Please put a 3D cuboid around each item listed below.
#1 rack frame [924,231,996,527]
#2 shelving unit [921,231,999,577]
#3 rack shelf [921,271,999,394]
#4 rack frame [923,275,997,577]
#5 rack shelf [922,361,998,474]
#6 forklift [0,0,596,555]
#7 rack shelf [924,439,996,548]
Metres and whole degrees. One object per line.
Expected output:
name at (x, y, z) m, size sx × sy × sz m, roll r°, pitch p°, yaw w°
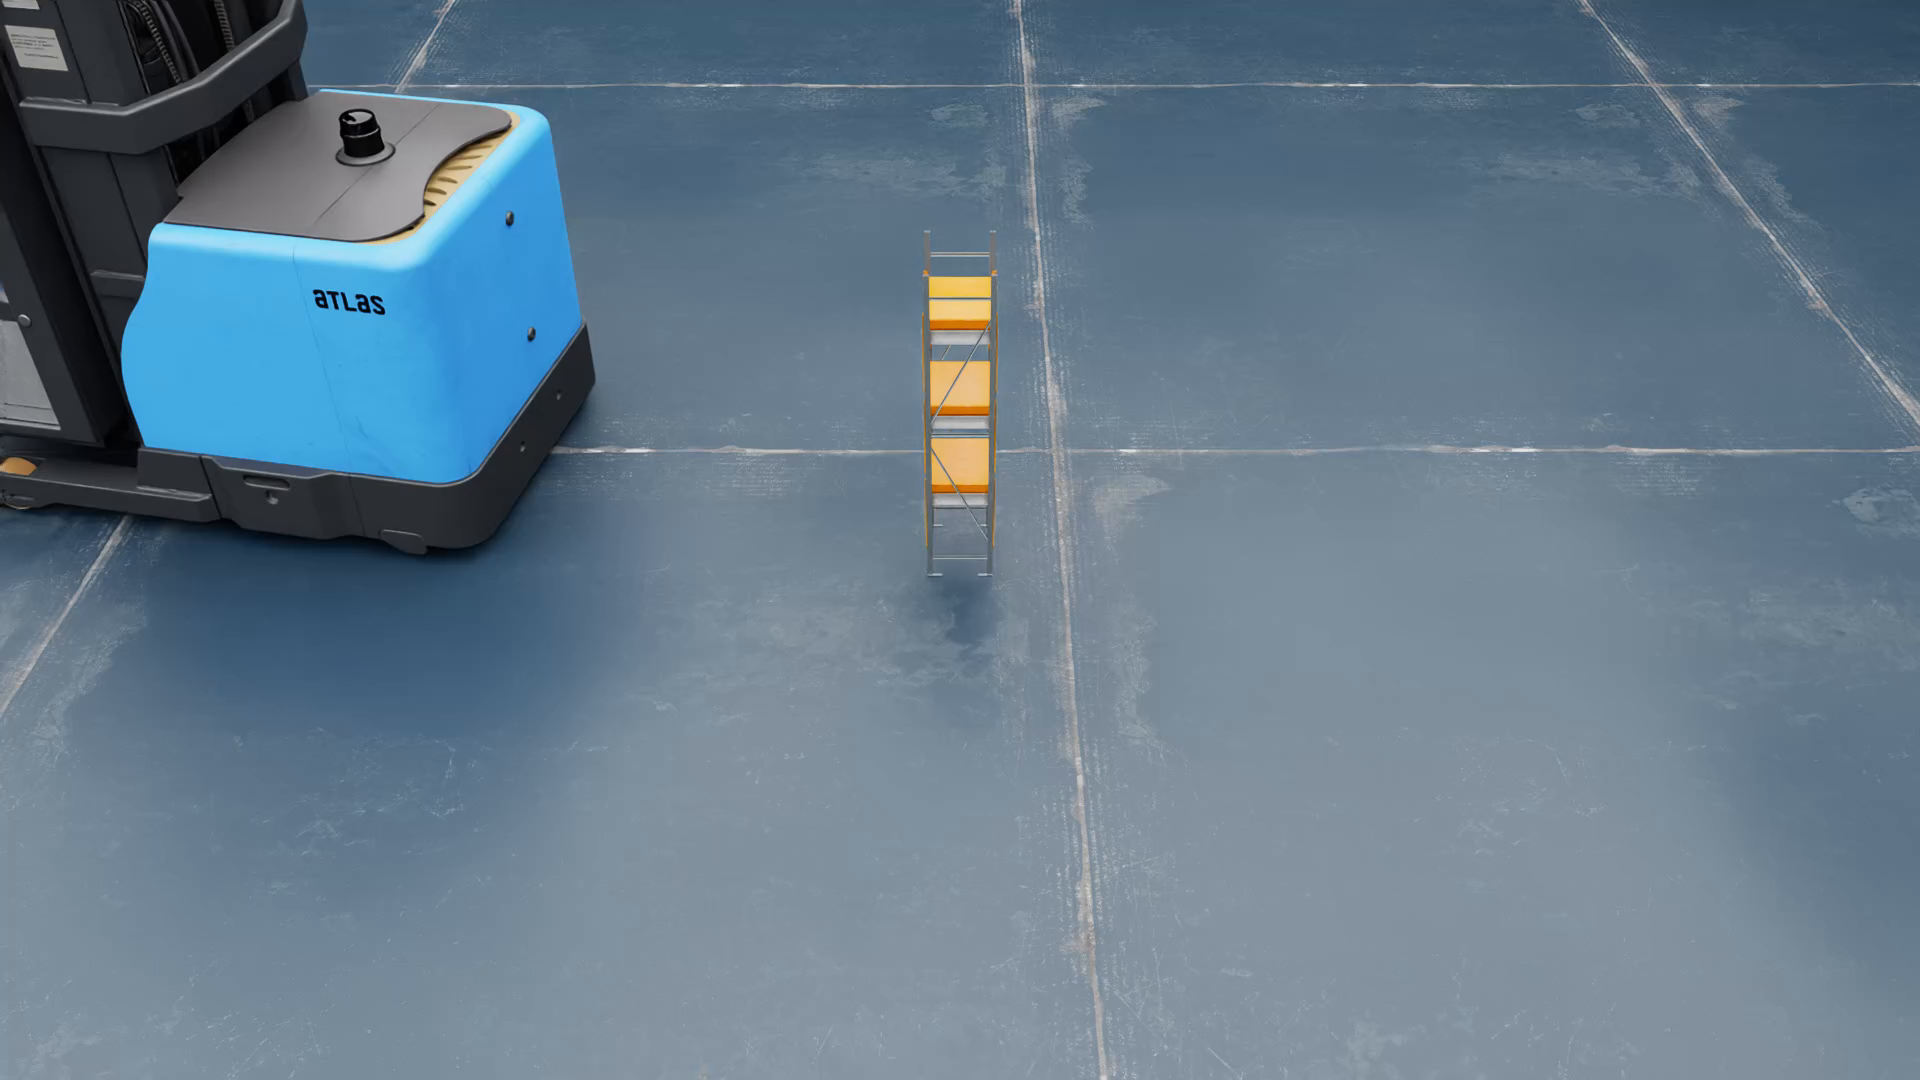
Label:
rack frame at (0.000, -0.453, 4.975) m, size 0.200 × 1.050 × 0.008 m, roll 0°, pitch 39°, yaw 0°
shelving unit at (0.000, -0.376, 4.880) m, size 0.215 × 1.050 × 0.252 m, roll 0°, pitch 39°, yaw 0°
rack shelf at (0.000, -0.589, 4.709) m, size 0.215 × 0.259 × 0.240 m, roll 0°, pitch 39°, yaw 0°
rack frame at (0.000, -0.300, 4.785) m, size 0.200 × 1.050 × 0.008 m, roll 0°, pitch 39°, yaw 0°
rack shelf at (0.000, -0.368, 4.887) m, size 0.215 × 0.259 × 0.240 m, roll 0°, pitch 39°, yaw 0°
forklift at (-2.846, -1.557, 4.850) m, size 3.031 × 2.935 × 1.130 m, roll 7°, pitch 39°, yaw 9°
rack shelf at (0.000, -0.151, 5.060) m, size 0.215 × 0.259 × 0.240 m, roll 0°, pitch 39°, yaw 0°
